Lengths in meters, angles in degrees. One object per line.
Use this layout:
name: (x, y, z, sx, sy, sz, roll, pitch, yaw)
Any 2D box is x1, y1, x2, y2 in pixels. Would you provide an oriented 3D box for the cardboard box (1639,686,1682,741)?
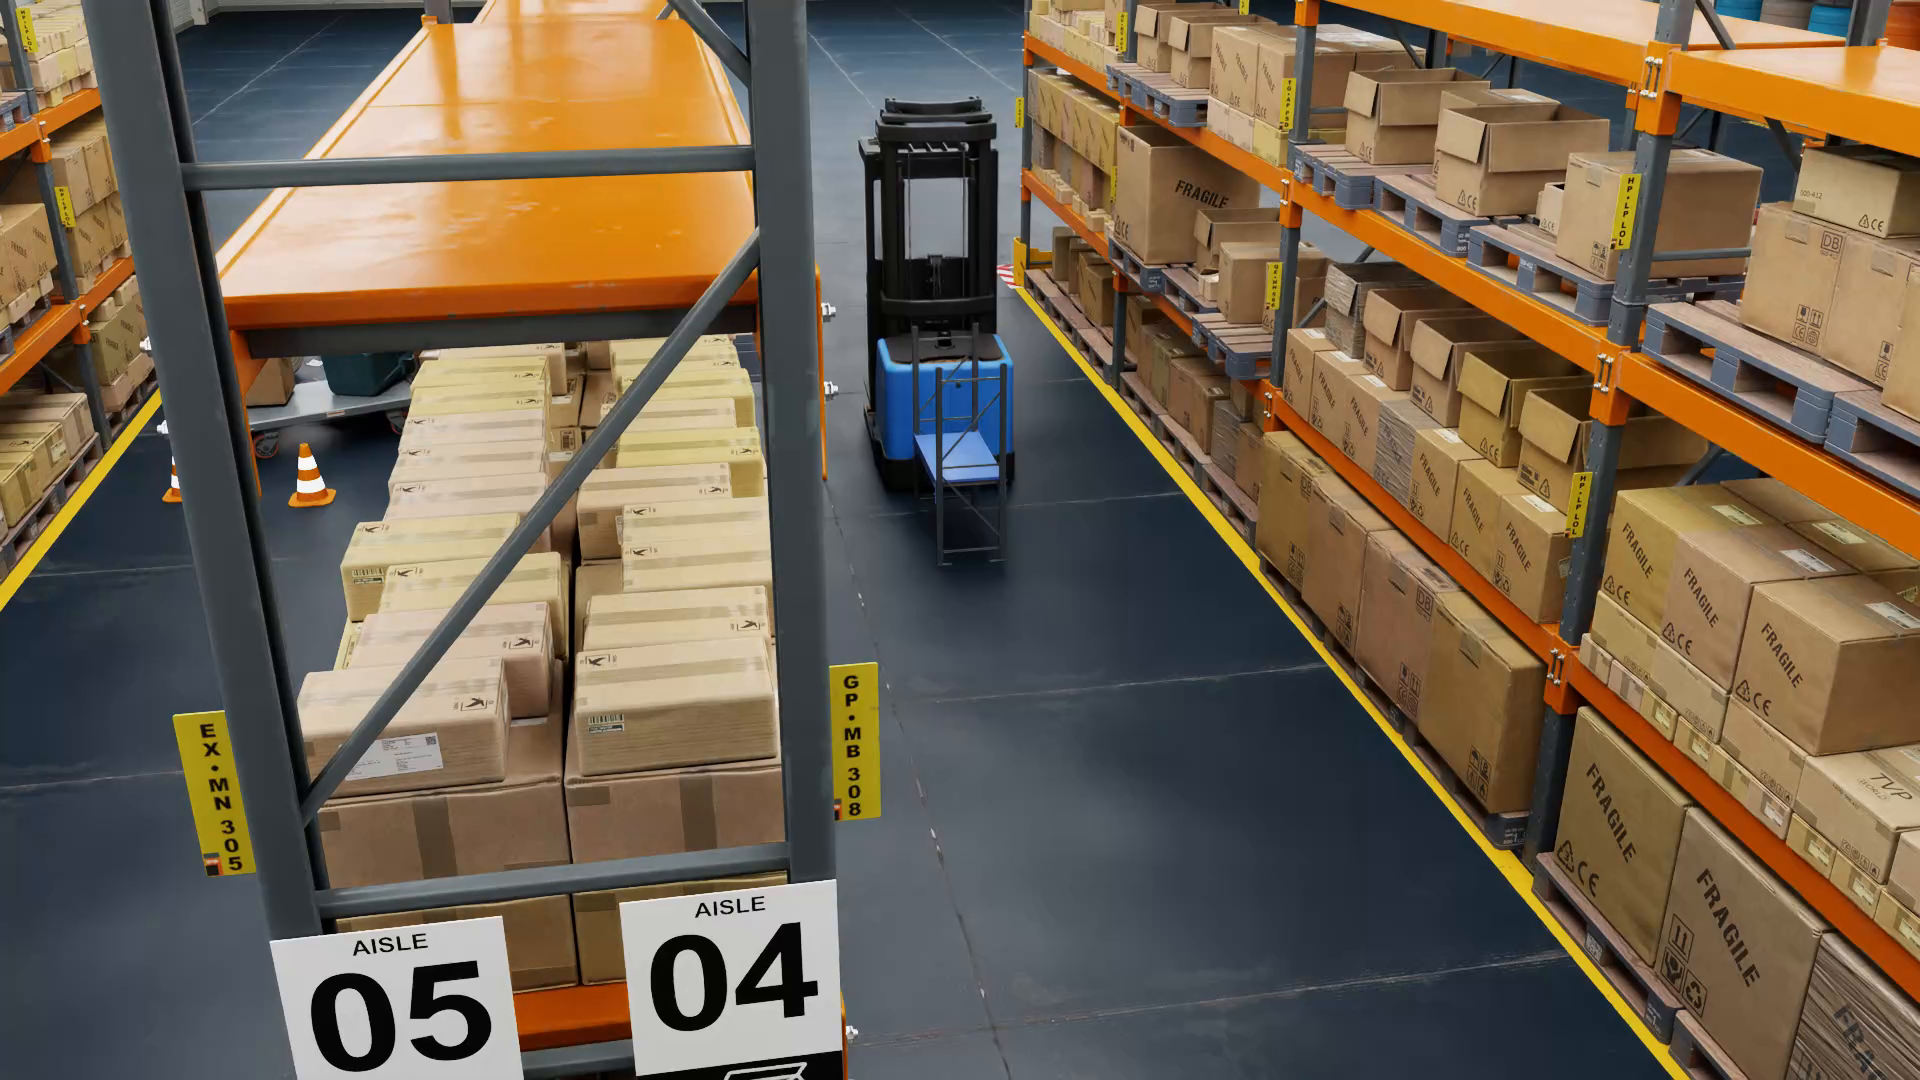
cardboard box: (3.248, 0.751, 7.339, 0.380, 0.149, 0.250, -4, 24, -8)

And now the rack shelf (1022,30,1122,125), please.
rack shelf: (1.573, -4.690, 16.635, 1.077, 0.370, 4.000, -4, 24, -10)

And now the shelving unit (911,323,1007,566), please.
shelving unit: (-0.016, -0.721, 12.269, 0.538, 1.500, 1.048, -4, 24, -10)

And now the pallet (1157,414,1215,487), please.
pallet: (2.318, -0.794, 14.046, 1.003, 0.211, 1.213, -4, 24, -10)

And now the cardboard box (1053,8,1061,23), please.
cardboard box: (1.169, -5.387, 17.022, 0.380, 0.149, 0.250, -4, 24, -10)

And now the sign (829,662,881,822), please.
sign: (-0.198, 0.373, 3.050, 0.100, 0.325, 0.005, -4, 24, -10)

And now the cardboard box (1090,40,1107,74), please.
cardboard box: (1.516, -4.531, 15.558, 0.500, 0.250, 0.500, -4, 24, -8)

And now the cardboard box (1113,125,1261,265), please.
cardboard box: (1.953, -3.003, 14.347, 1.000, 1.000, 1.000, -4, 24, -9)

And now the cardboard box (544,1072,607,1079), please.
cardboard box: (-1.060, 1.387, 3.823, 0.500, 0.500, 0.500, -5, 24, -11)

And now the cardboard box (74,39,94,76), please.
cardboard box: (-7.792, -4.161, 14.340, 0.500, 0.250, 0.500, -4, 24, -9)

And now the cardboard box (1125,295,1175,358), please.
cardboard box: (1.909, -2.066, 16.073, 0.500, 0.500, 0.500, -5, 24, -11)

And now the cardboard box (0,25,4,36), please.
cardboard box: (-8.277, -4.267, 14.085, 0.380, 0.149, 0.250, -5, 24, -11)

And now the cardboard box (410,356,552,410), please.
cardboard box: (-1.459, -0.449, 5.090, 0.380, 0.149, 0.250, -3, 24, -7)

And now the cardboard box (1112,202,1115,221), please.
cardboard box: (1.921, -3.222, 15.626, 0.875, 0.500, 0.500, -4, 24, -10)

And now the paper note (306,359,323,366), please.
paper note: (-6.395, -1.763, 16.505, 0.148, 0.019, 0.142, 4, 24, 9)

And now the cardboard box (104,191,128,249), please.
cardboard box: (-7.799, -2.895, 14.877, 0.500, 0.500, 0.500, -5, 24, -10)

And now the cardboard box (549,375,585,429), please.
cardboard box: (-1.450, -0.317, 5.286, 0.500, 0.250, 0.500, -4, 24, -9)

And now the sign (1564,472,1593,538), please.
sign: (2.891, -0.162, 7.768, 0.100, 0.325, 0.005, -4, 24, -10)

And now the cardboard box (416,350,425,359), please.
cardboard box: (-5.723, -2.051, 16.560, 0.637, 0.503, 0.797, 18, 29, 36)

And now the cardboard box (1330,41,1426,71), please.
cardboard box: (2.849, -3.139, 11.434, 0.500, 0.500, 0.500, -4, 24, -9)

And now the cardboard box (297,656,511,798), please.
cardboard box: (-1.081, 0.362, 3.233, 0.380, 0.149, 0.250, -5, 24, -10)

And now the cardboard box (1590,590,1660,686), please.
cardboard box: (3.252, 0.425, 7.588, 0.500, 0.250, 0.500, -5, 24, -11)

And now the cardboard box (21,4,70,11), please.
cardboard box: (-8.622, -4.968, 15.689, 0.380, 0.149, 0.250, -4, 24, -10)

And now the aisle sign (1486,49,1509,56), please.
aisle sign: (6.350, -6.040, 19.327, 0.394, 0.787, 0.004, -4, 24, -10)

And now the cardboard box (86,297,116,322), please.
cardboard box: (-7.604, -2.004, 14.497, 0.380, 0.149, 0.250, -4, 24, -9)

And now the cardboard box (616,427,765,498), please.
cardboard box: (-0.726, -0.187, 4.490, 0.380, 0.149, 0.250, -4, 24, -8)

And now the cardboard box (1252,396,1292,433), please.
cardboard box: (2.530, -0.946, 12.548, 0.500, 0.250, 0.500, -3, 24, -8)

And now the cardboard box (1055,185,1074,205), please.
cardboard box: (1.204, -3.590, 17.278, 0.380, 0.149, 0.250, -4, 24, -10)

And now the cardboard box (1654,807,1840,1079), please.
cardboard box: (3.632, 1.689, 7.008, 0.875, 0.875, 0.875, -4, 24, -10)

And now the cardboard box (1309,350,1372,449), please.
cardboard box: (2.603, -0.917, 10.720, 0.500, 0.500, 0.500, -5, 24, -11)

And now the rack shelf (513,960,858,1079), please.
rack shelf: (-1.101, 0.357, 5.078, 1.077, 0.370, 4.000, -4, 24, -10)

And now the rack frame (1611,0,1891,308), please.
rack frame: (3.423, -2.461, 6.884, 1.000, 3.000, 0.127, -4, 24, -10)

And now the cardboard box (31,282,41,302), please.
cardboard box: (-7.398, -1.915, 12.920, 0.380, 0.149, 0.250, -5, 24, -11)

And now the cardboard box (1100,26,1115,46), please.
cardboard box: (1.508, -4.658, 15.351, 0.380, 0.149, 0.250, -6, 24, -12)

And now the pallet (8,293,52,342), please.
pallet: (-7.797, -1.726, 12.936, 1.003, 0.211, 1.213, -4, 24, -10)

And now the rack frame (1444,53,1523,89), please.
rack frame: (6.071, -4.799, 19.732, 1.000, 3.000, 0.127, -4, 24, -10)

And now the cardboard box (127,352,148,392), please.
cardboard box: (-7.749, -1.519, 15.133, 0.500, 0.250, 0.500, -3, 24, -7)

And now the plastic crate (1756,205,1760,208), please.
plastic crate: (7.321, -2.807, 15.192, 0.392, 0.384, 0.575, -4, 24, -10)

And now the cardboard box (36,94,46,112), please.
cardboard box: (-7.611, -3.527, 13.386, 0.380, 0.149, 0.250, -5, 24, -11)

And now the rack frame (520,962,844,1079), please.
rack frame: (-0.731, 2.189, 3.733, 1.000, 3.000, 0.127, -4, 24, -10)

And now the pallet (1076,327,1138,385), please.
pallet: (1.784, -1.842, 16.447, 1.003, 0.211, 1.213, -4, 24, -10)

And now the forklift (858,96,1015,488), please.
forklift: (-0.265, -2.315, 14.131, 1.130, 2.935, 3.031, -3, 24, -7)

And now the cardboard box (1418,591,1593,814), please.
cardboard box: (3.285, 0.819, 8.999, 1.225, 0.875, 0.875, -4, 24, -10)

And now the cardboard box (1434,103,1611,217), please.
cardboard box: (3.082, -2.098, 9.146, 0.797, 0.503, 0.637, -5, 24, -10)

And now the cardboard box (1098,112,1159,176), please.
cardboard box: (1.590, -3.656, 15.369, 0.500, 0.500, 0.500, -4, 24, -10)

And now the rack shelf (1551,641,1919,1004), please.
rack shelf: (3.792, 1.404, 6.428, 1.077, 0.370, 4.000, -4, 24, -10)

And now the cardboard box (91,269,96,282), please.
cardboard box: (-7.637, -2.253, 14.218, 0.380, 0.149, 0.250, -4, 24, -8)

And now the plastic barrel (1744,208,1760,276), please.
plastic barrel: (6.908, -2.606, 14.543, 0.433, 0.535, 0.433, 0, 24, 0)

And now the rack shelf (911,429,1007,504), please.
rack shelf: (-0.016, -0.556, 12.341, 0.538, 0.185, 1.000, -4, 24, -10)

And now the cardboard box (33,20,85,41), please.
cardboard box: (-7.828, -4.406, 14.404, 0.380, 0.149, 0.250, -5, 24, -11)

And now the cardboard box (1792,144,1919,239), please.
cardboard box: (3.590, -1.344, 6.362, 0.500, 0.250, 0.500, -6, 24, -13)

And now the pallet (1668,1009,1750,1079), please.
pallet: (3.715, 2.352, 6.844, 1.003, 0.211, 1.213, -4, 24, -10)

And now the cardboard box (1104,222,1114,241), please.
cardboard box: (1.578, -2.905, 15.711, 0.380, 0.149, 0.250, -4, 24, -10)

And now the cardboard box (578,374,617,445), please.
cardboard box: (-0.950, -0.347, 5.353, 0.500, 0.250, 0.500, -3, 24, -8)
